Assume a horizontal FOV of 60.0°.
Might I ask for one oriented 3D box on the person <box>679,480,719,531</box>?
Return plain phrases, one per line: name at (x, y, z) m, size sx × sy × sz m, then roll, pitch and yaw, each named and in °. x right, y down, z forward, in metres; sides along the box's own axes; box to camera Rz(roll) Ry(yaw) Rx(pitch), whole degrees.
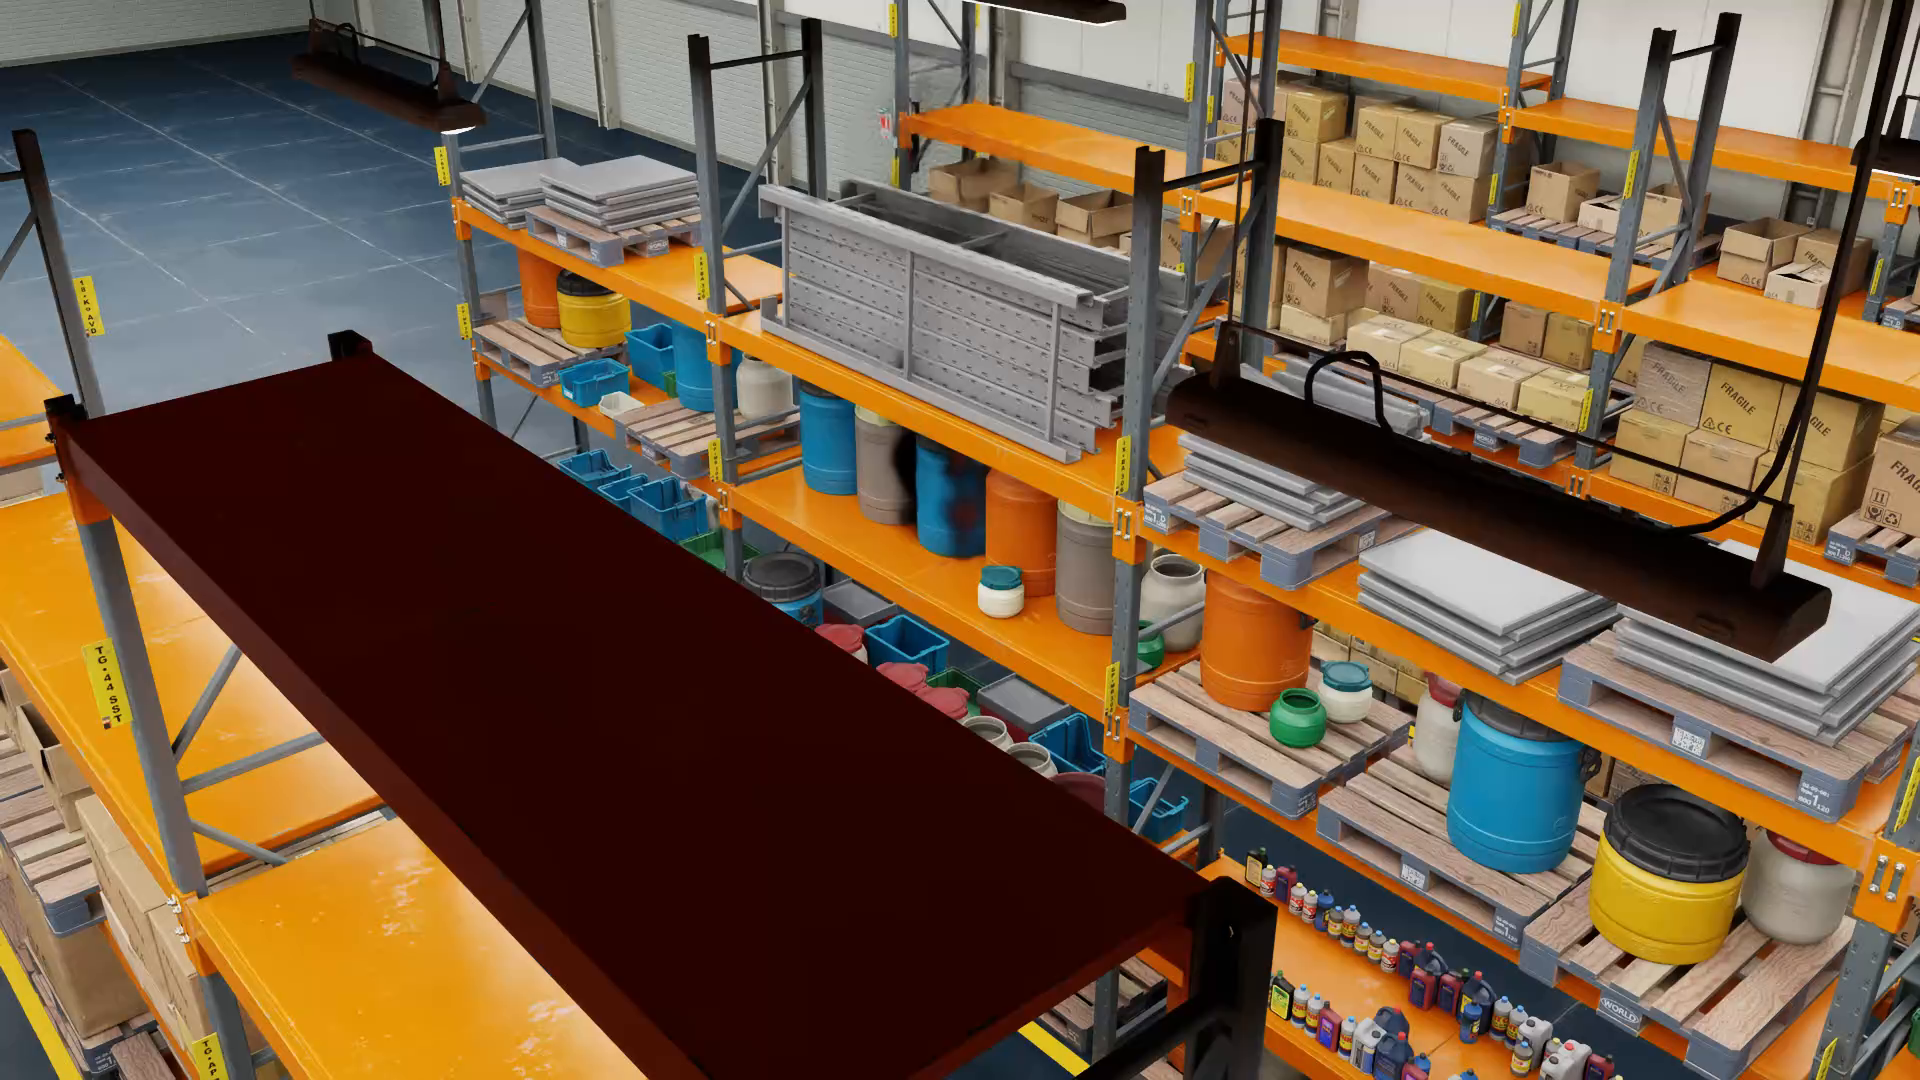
person at (-2.523, -0.398, 16.411) m, size 0.628 × 1.663 × 0.998 m, roll -24°, pitch 35°, yaw -38°
